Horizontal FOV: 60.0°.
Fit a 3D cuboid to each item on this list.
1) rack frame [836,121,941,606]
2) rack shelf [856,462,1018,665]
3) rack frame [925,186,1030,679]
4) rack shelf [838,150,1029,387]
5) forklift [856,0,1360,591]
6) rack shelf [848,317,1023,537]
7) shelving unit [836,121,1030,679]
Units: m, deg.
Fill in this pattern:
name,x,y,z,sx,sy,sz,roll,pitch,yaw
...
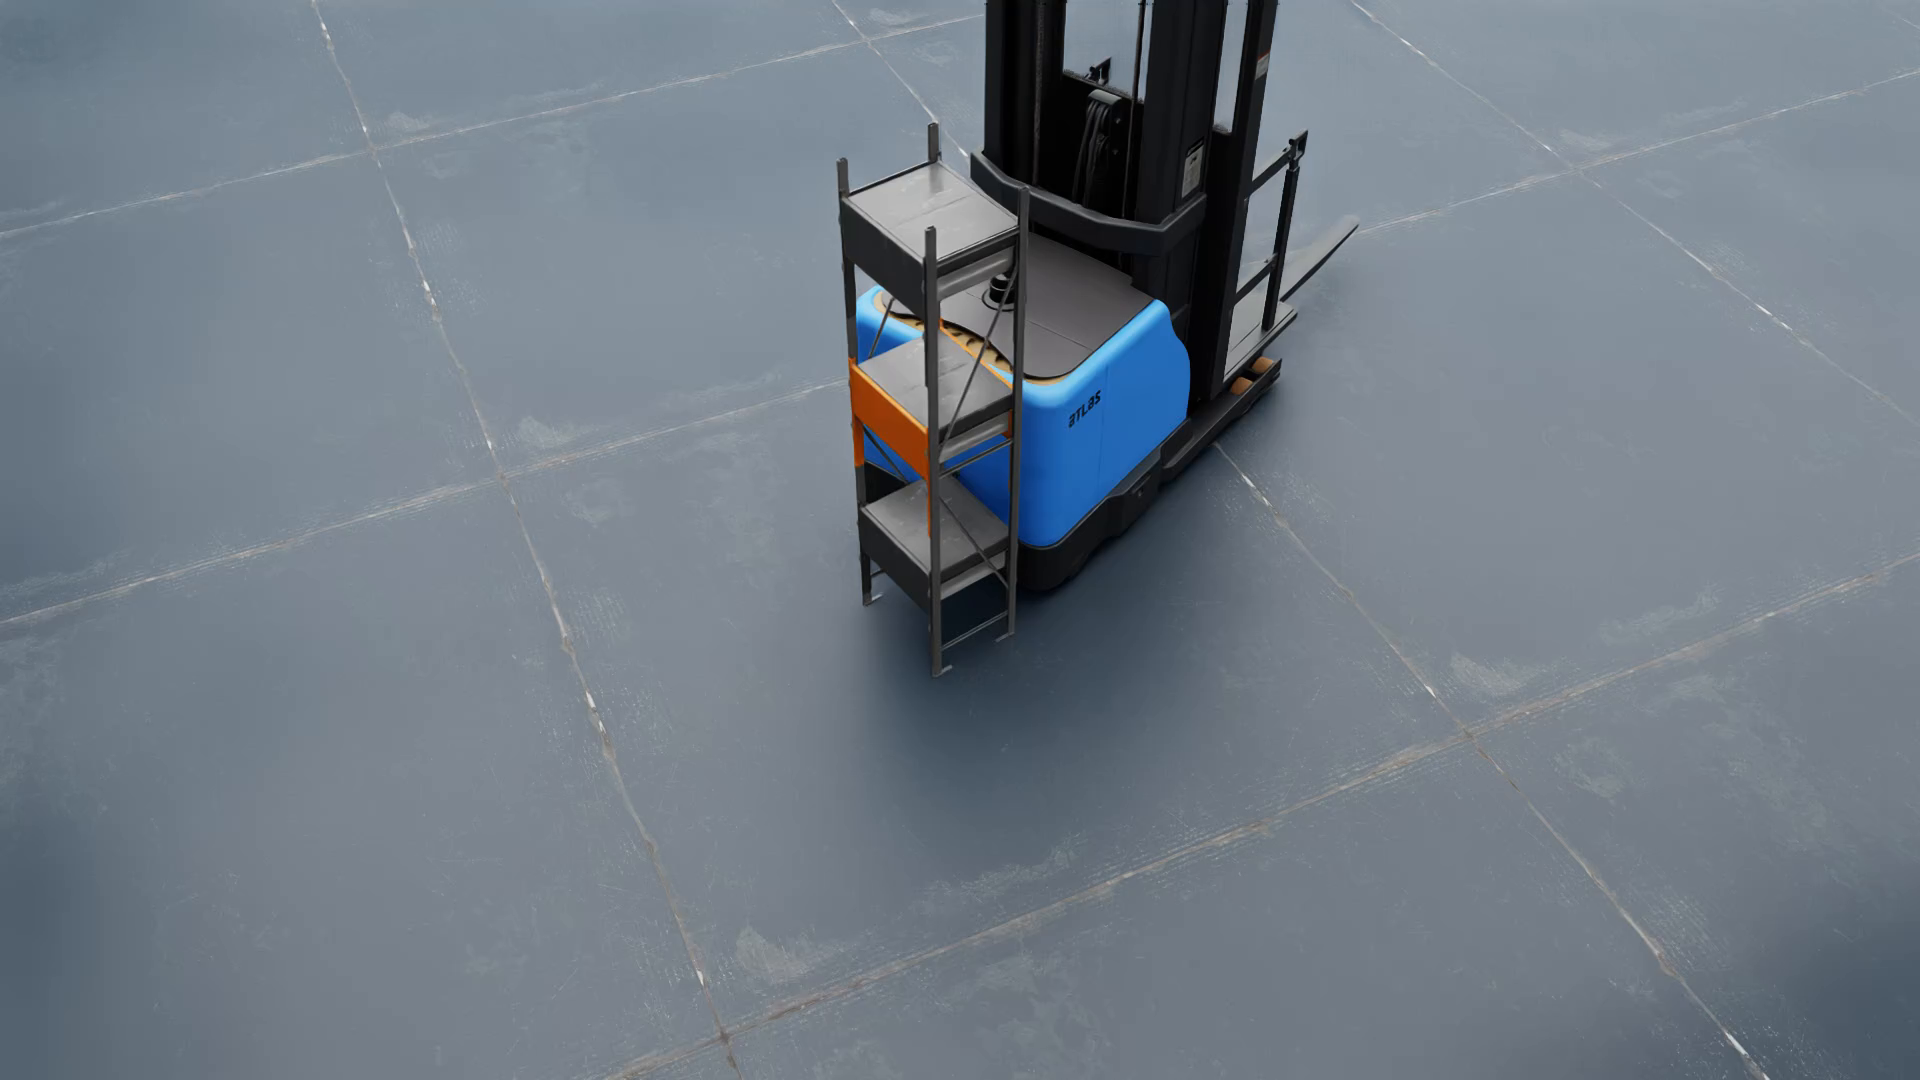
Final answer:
name,x,y,z,sx,sy,sz,roll,pitch,yaw
rack frame,-0.236,-0.562,6.193,0.400,2.100,0.015,-28,51,-25
rack shelf,-0.090,0.084,6.555,0.431,0.518,0.480,-28,51,-25
rack frame,0.056,-0.287,5.914,0.400,2.100,0.015,-28,51,-25
rack shelf,-0.090,-0.913,5.572,0.431,0.518,0.480,-28,51,-25
forklift,0.851,-1.822,6.878,1.130,2.935,3.031,28,51,26
rack shelf,-0.090,-0.414,6.063,0.431,0.518,0.480,-28,51,-25
shelving unit,-0.090,-0.424,6.054,0.431,2.100,0.503,-28,51,-25
